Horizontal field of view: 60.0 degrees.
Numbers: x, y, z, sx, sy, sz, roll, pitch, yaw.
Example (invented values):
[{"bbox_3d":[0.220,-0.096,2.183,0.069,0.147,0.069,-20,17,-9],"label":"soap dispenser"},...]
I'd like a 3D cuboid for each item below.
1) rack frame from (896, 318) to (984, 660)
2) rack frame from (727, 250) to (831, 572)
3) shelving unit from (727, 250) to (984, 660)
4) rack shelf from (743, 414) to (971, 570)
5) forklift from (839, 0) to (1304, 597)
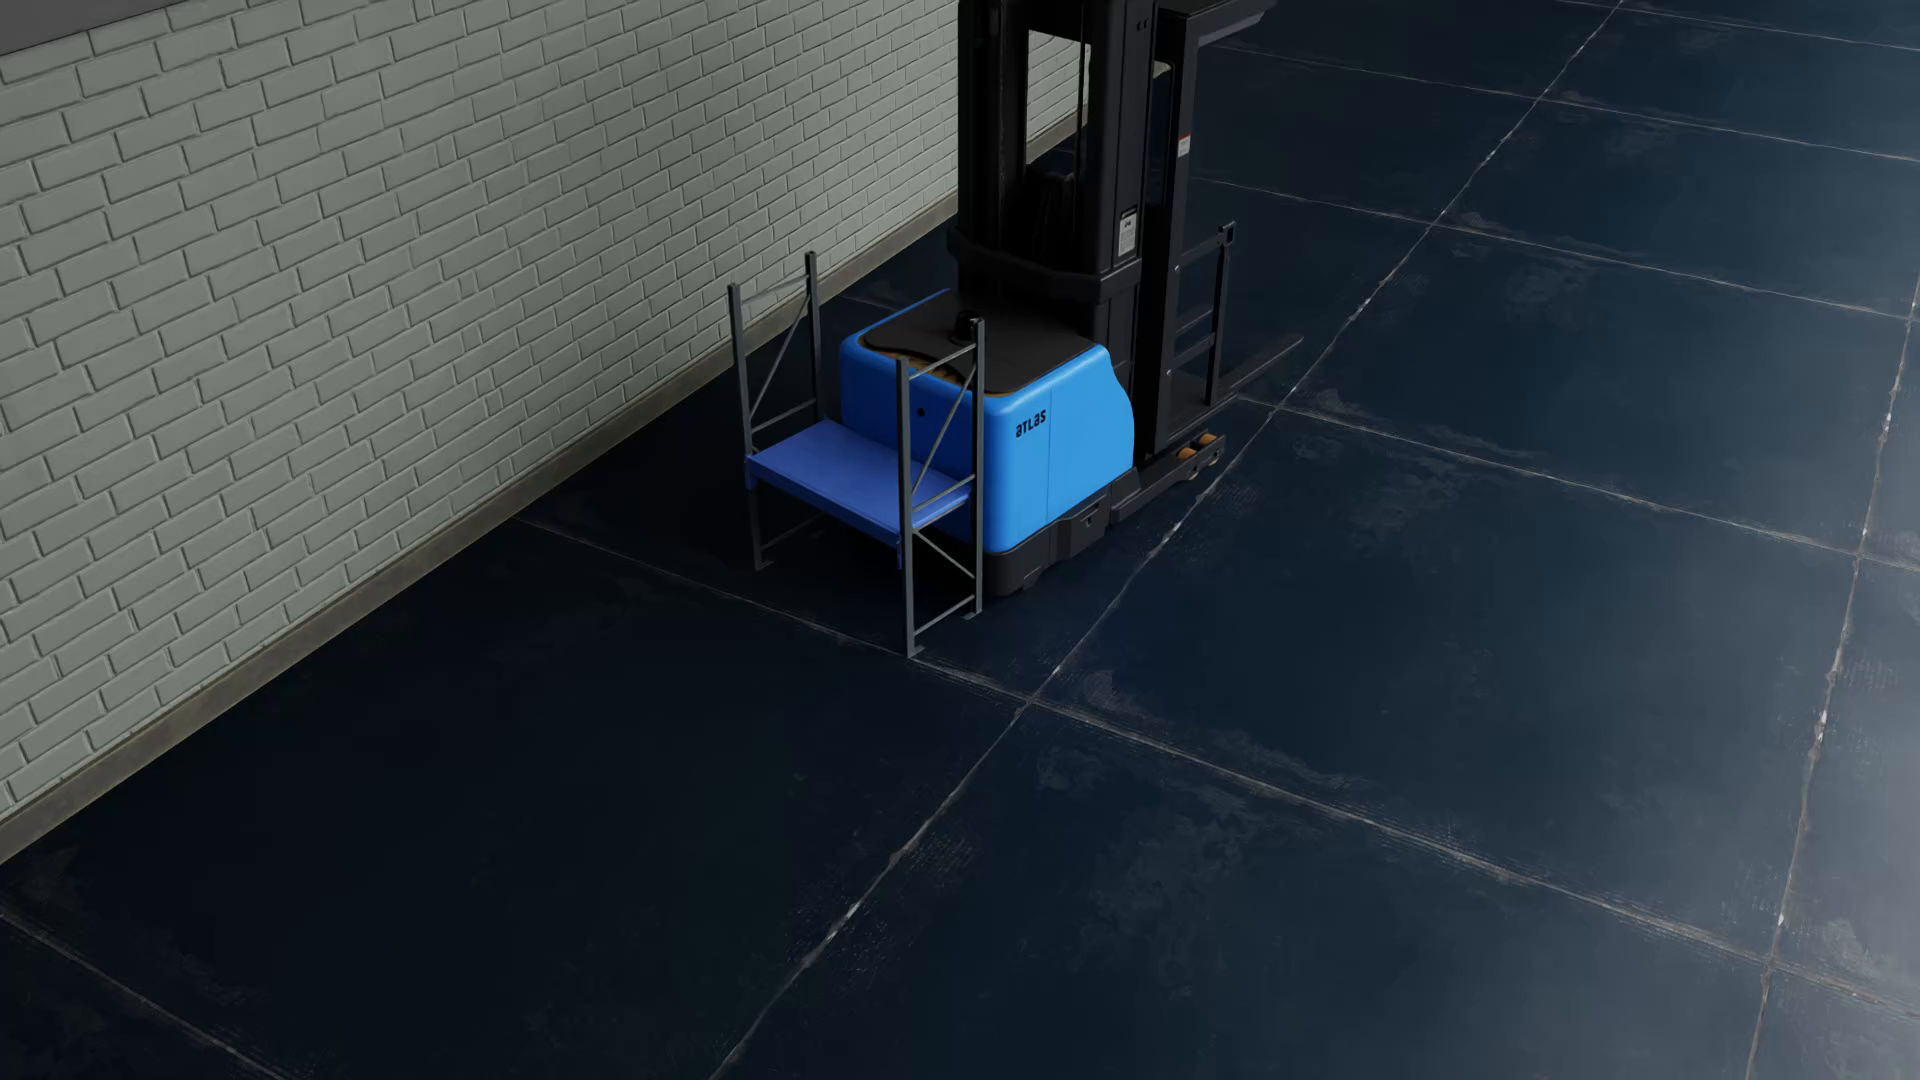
[{"bbox_3d":[-0.078,-0.196,7.191,0.032,1.500,0.500,27,42,34],"label":"rack frame"},{"bbox_3d":[-0.828,-0.576,7.762,0.032,1.500,0.500,27,42,34],"label":"rack frame"},{"bbox_3d":[-0.453,-0.386,7.476,1.048,1.500,0.538,27,42,34],"label":"shelving unit"},{"bbox_3d":[-0.453,-0.236,7.576,1.000,0.185,0.538,27,42,34],"label":"rack shelf"},{"bbox_3d":[0.758,-1.697,8.155,1.130,2.935,3.031,25,41,33],"label":"forklift"}]
